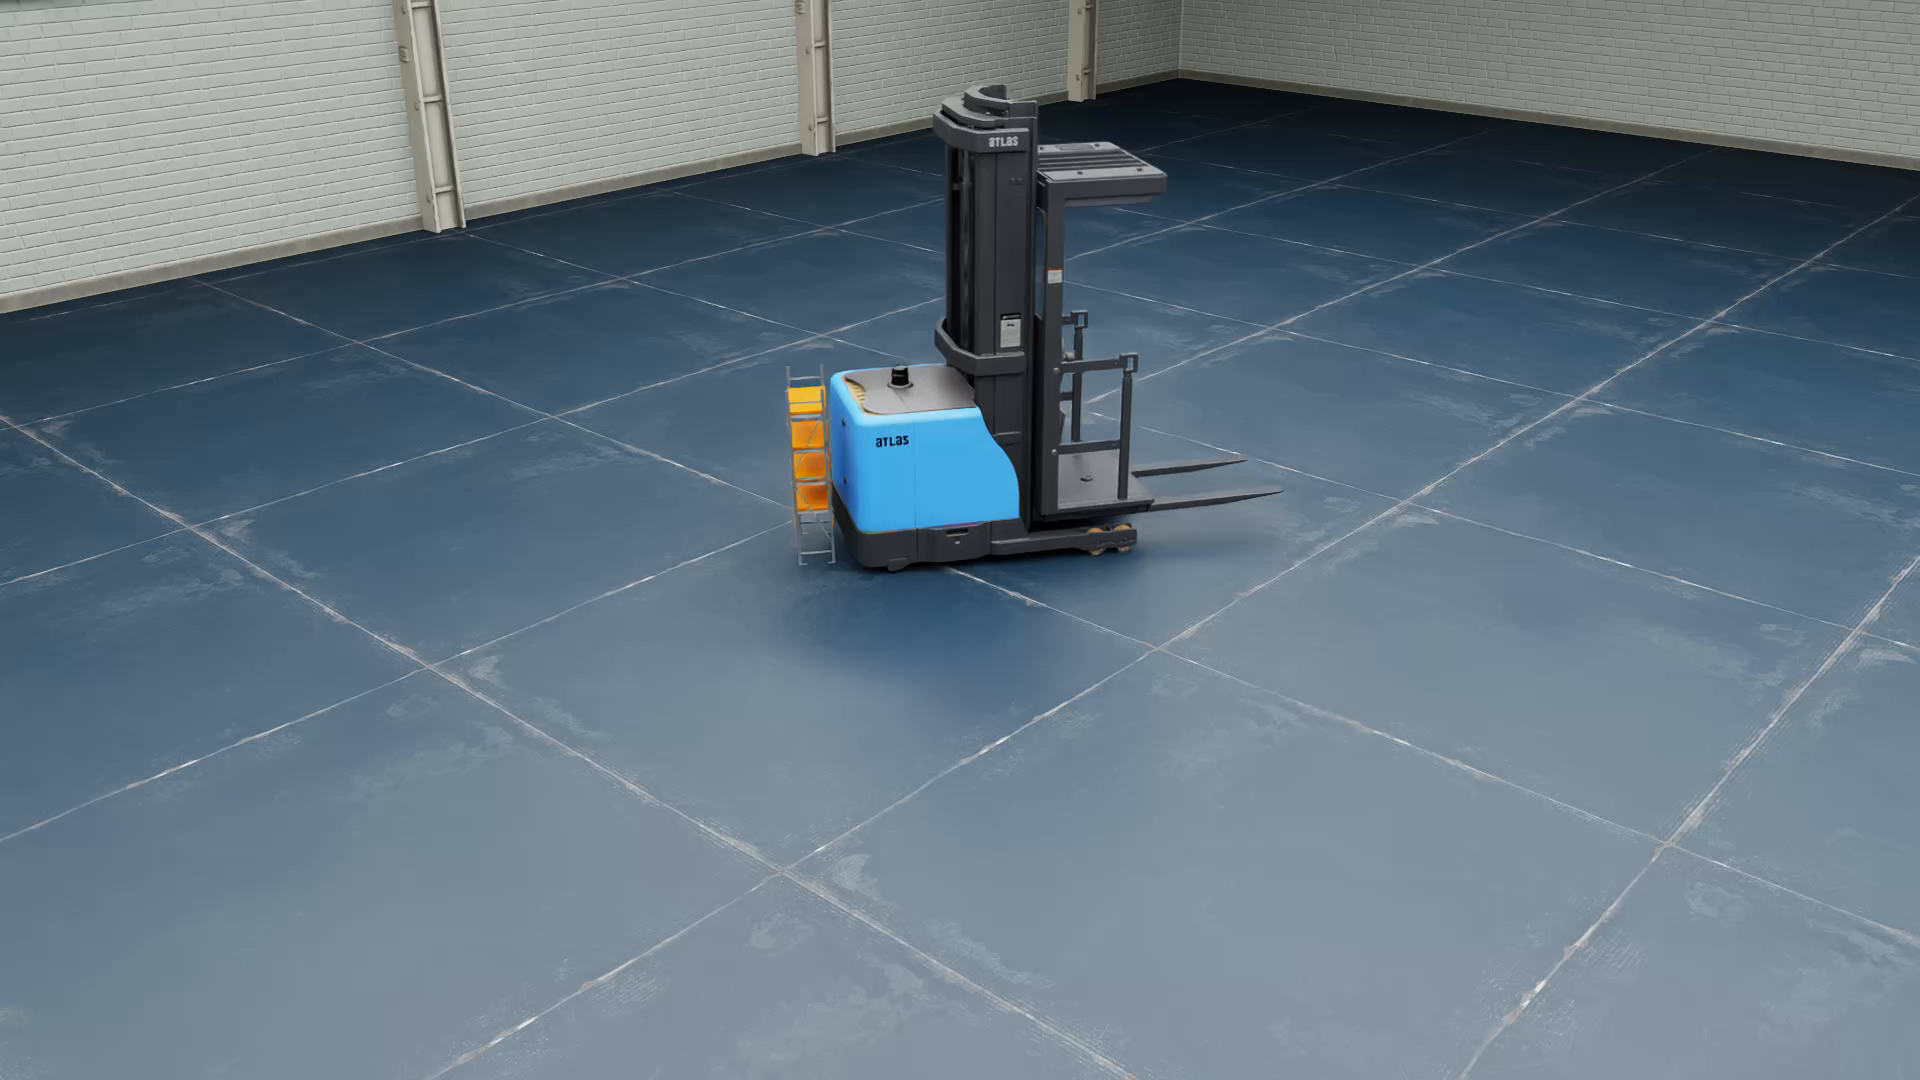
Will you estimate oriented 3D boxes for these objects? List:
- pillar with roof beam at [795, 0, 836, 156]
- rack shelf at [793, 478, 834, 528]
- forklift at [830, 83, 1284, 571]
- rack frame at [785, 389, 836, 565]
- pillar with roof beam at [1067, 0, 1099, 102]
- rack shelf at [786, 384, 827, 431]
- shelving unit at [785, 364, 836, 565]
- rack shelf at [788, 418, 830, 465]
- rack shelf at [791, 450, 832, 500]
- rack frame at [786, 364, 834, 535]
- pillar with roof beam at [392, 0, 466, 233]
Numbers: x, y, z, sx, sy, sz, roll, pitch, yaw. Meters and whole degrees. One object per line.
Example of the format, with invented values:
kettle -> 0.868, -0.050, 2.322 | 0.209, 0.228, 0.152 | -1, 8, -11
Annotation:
pillar with roof beam -> 1.207, -8.395, 18.974 | 9.100, 9.000, 0.400 | 20, 31, 38
rack shelf -> -0.966, -0.248, 10.975 | 0.258, 0.148, 0.480 | -4, 24, -4
forklift -> 0.691, -1.450, 10.902 | 3.031, 2.935, 1.130 | -6, 25, -13
rack frame -> -0.954, -0.391, 10.644 | 0.240, 1.200, 0.015 | -4, 24, -4
pillar with roof beam -> 5.211, -10.223, 23.051 | 9.100, 9.000, 0.400 | 20, 31, 38
rack shelf -> -0.987, -0.848, 10.704 | 0.258, 0.148, 0.480 | -4, 24, -4
shelving unit -> -0.975, -0.490, 10.866 | 0.258, 1.200, 0.503 | -4, 24, -4
rack shelf -> -0.980, -0.632, 10.801 | 0.258, 0.148, 0.480 | -4, 24, -4
rack shelf -> -0.973, -0.429, 10.893 | 0.258, 0.148, 0.480 | -4, 24, -4
rack frame -> -0.996, -0.589, 11.088 | 0.240, 1.200, 0.015 | -4, 24, -4
pillar with roof beam -> -2.797, -6.567, 14.897 | 9.100, 9.000, 0.400 | 20, 31, 38
